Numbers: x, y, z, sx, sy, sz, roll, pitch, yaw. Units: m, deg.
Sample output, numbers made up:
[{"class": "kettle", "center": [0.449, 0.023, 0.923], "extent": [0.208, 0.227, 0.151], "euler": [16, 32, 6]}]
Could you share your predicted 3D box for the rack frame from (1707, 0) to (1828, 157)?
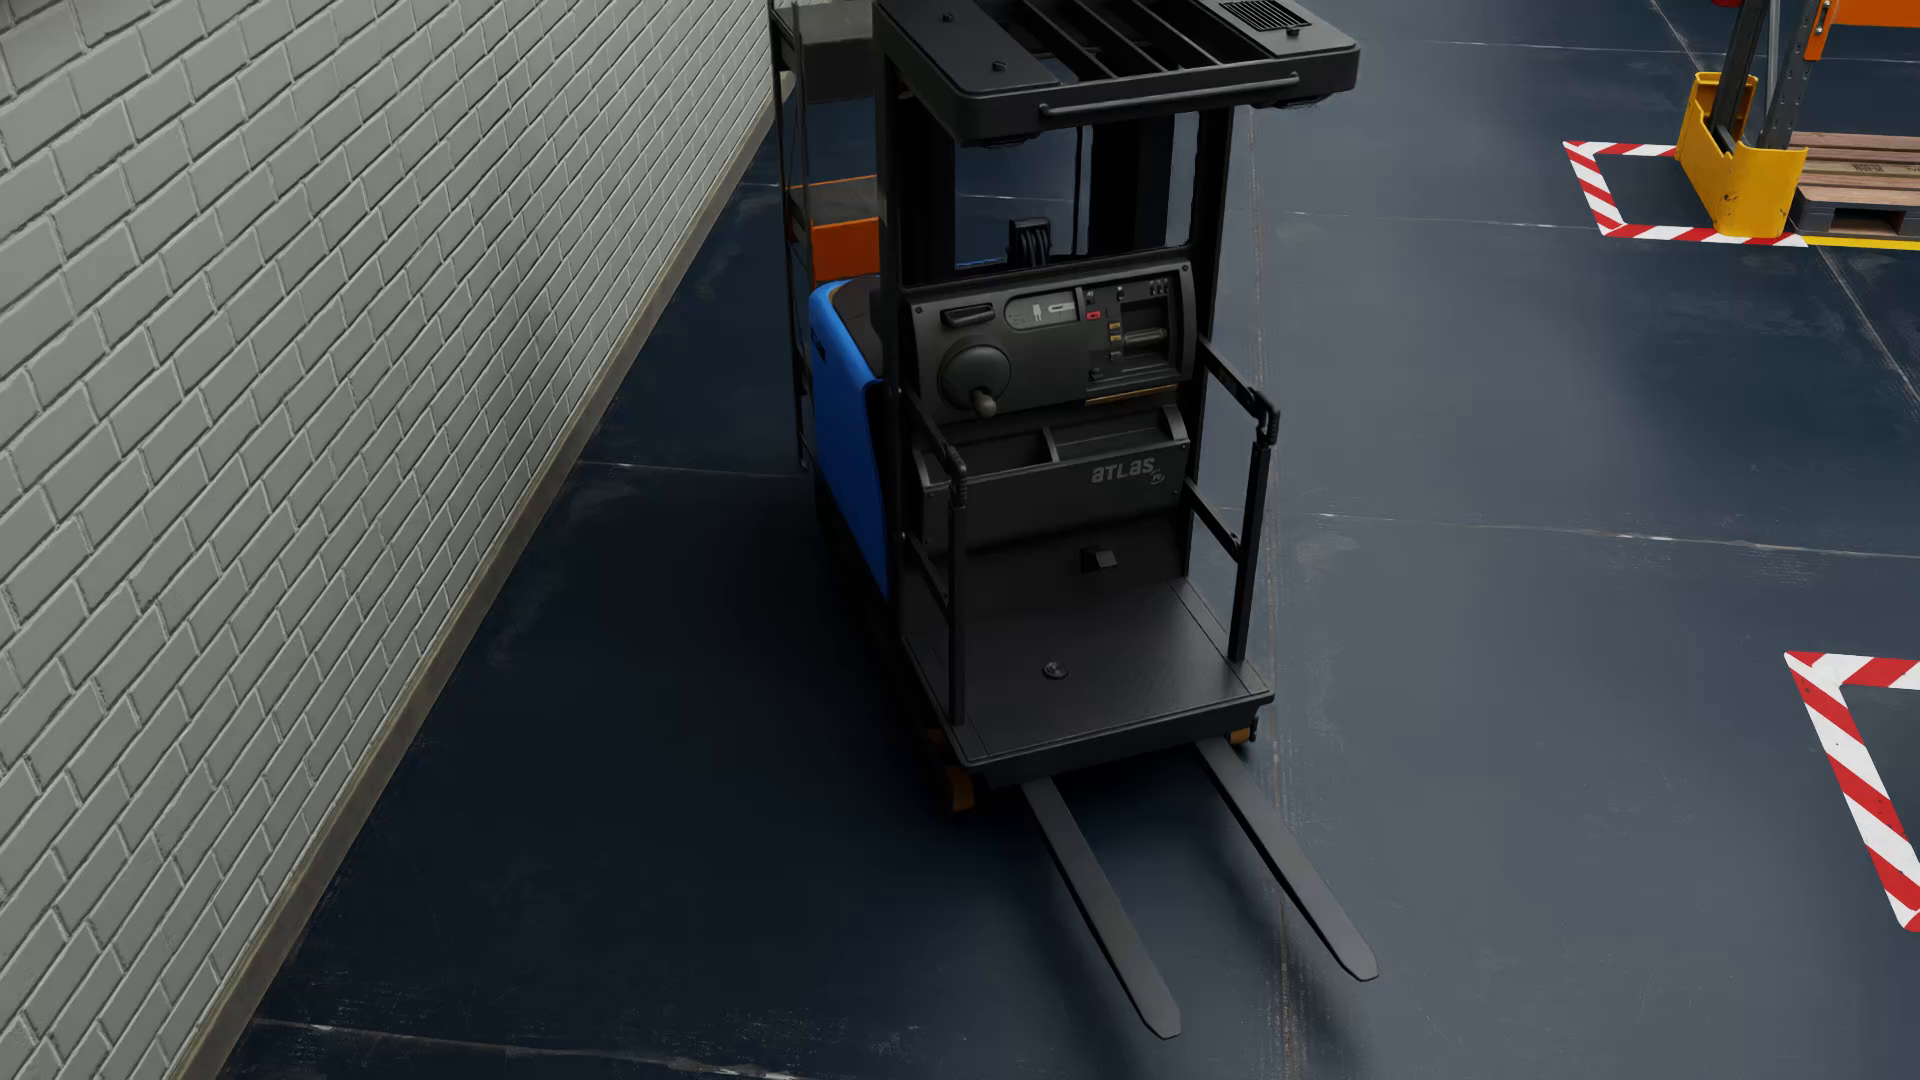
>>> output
[{"class": "rack frame", "center": [4.411, -3.210, 8.666], "extent": [0.127, 3.000, 1.000], "euler": [4, 36, 6]}]

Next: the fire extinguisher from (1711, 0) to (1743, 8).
[{"class": "fire extinguisher", "center": [4.319, -3.300, 9.179], "extent": [0.183, 0.674, 0.296], "euler": [4, 36, 6]}]

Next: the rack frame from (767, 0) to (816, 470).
[{"class": "rack frame", "center": [-0.631, -1.098, 6.481], "extent": [0.015, 2.100, 0.400], "euler": [-12, 37, -16]}]

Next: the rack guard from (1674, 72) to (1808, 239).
[{"class": "rack guard", "center": [4.385, -2.187, 9.384], "extent": [0.348, 0.500, 1.175], "euler": [4, 36, 6]}]

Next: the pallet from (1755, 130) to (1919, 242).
[{"class": "pallet", "center": [5.224, -1.992, 9.359], "extent": [1.213, 0.211, 1.003], "euler": [4, 36, 6]}]

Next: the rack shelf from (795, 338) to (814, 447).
[{"class": "rack shelf", "center": [-0.401, -0.565, 6.962], "extent": [0.480, 0.518, 0.431], "euler": [-12, 37, -16]}]

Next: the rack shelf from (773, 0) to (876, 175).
[{"class": "rack shelf", "center": [-0.401, -1.704, 6.149], "extent": [0.480, 0.518, 0.431], "euler": [-12, 37, -16]}]

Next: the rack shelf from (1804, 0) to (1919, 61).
[{"class": "rack shelf", "center": [6.395, -2.770, 8.668], "extent": [4.000, 0.370, 1.077], "euler": [4, 36, 6]}]

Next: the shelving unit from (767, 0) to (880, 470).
[{"class": "shelving unit", "center": [-0.401, -1.146, 6.548], "extent": [0.503, 2.100, 0.431], "euler": [-12, 37, -16]}]

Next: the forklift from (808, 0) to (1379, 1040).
[{"class": "forklift", "center": [0.371, -0.560, 5.012], "extent": [1.130, 2.935, 3.031], "euler": [-11, 37, -15]}]

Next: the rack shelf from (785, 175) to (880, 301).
[{"class": "rack shelf", "center": [-0.401, -1.135, 6.556], "extent": [0.480, 0.518, 0.431], "euler": [-12, 37, -16]}]
